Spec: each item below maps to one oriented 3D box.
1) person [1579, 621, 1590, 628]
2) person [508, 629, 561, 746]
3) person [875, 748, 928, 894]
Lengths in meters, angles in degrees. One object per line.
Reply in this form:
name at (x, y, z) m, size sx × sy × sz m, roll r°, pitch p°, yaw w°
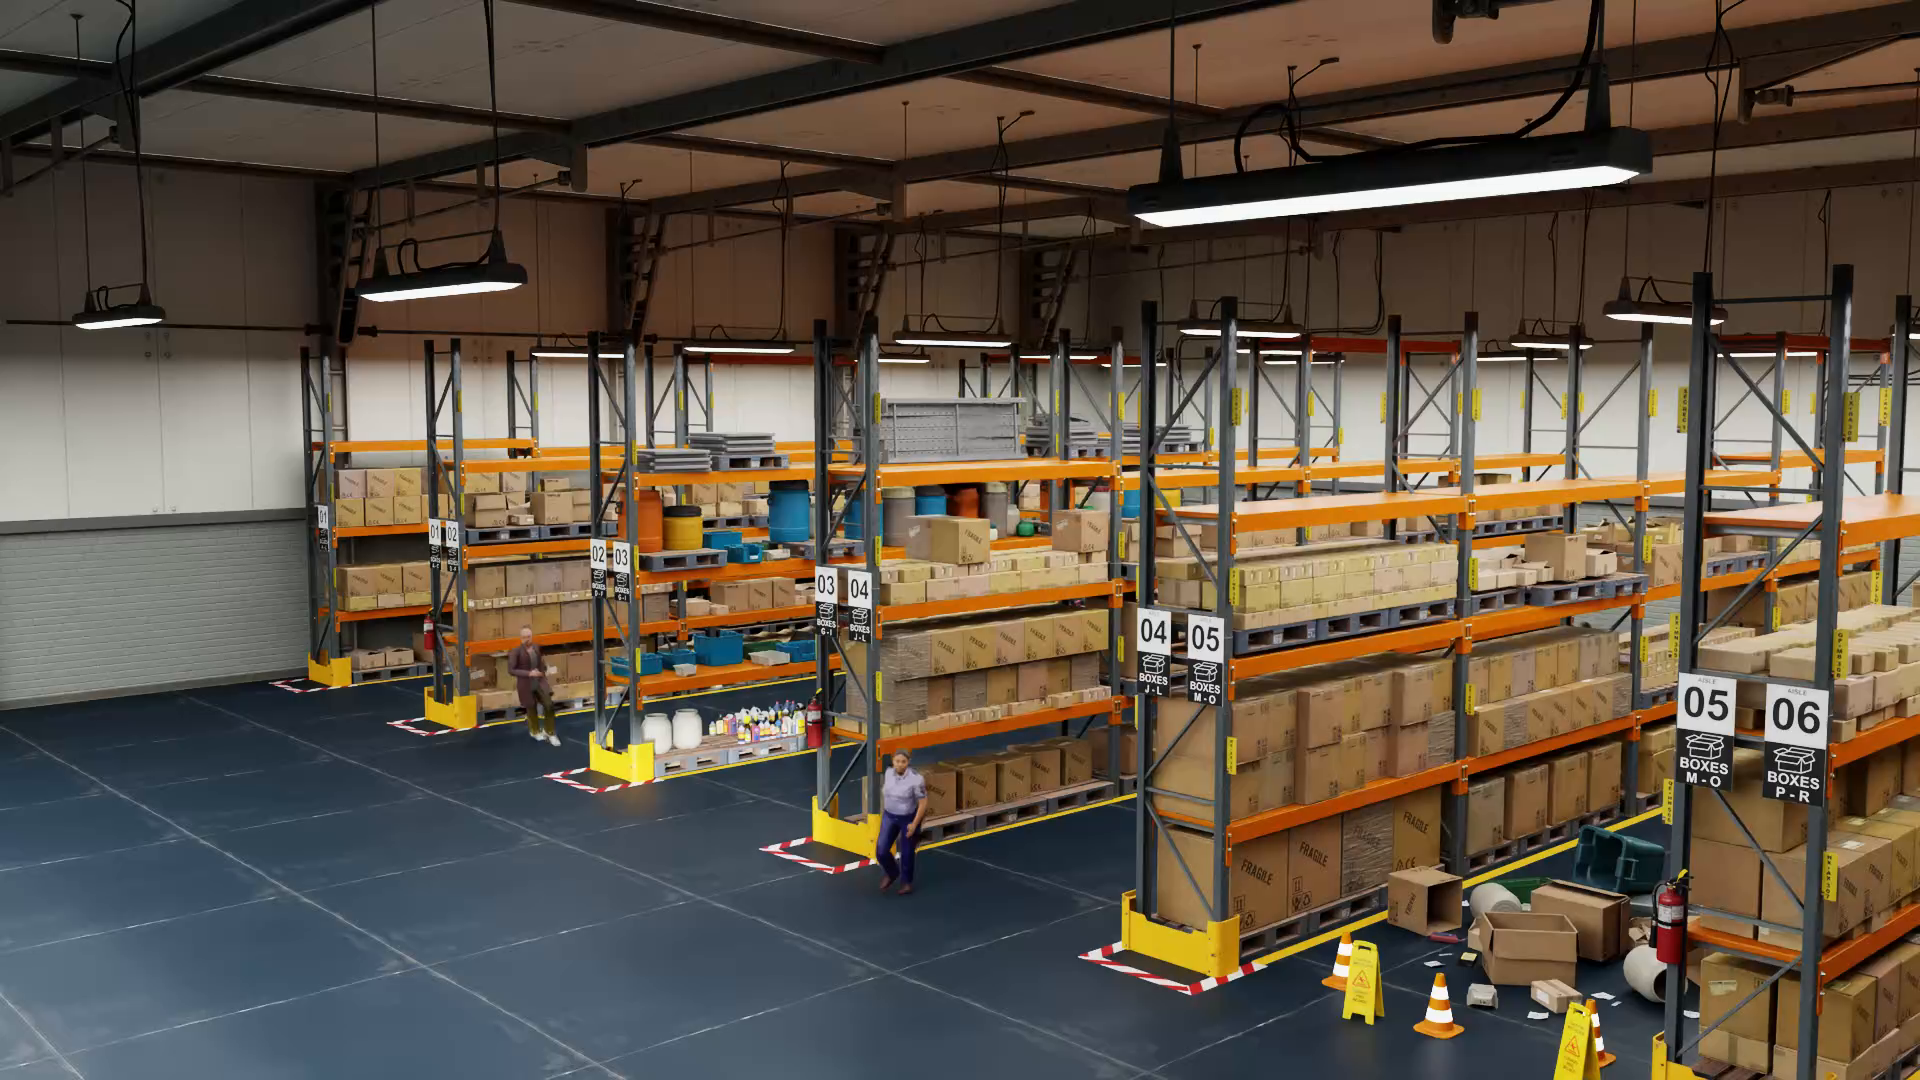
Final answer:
person at (10.419, 2.019, 27.303) m, size 1.093 × 1.441 × 0.582 m, roll -3°, pitch 6°, yaw -31°
person at (-6.282, 2.169, 24.349) m, size 0.776 × 1.791 × 0.771 m, roll -3°, pitch 6°, yaw -32°
person at (-0.583, 2.878, 16.990) m, size 0.593 × 1.591 × 0.699 m, roll 2°, pitch 5°, yaw 17°
